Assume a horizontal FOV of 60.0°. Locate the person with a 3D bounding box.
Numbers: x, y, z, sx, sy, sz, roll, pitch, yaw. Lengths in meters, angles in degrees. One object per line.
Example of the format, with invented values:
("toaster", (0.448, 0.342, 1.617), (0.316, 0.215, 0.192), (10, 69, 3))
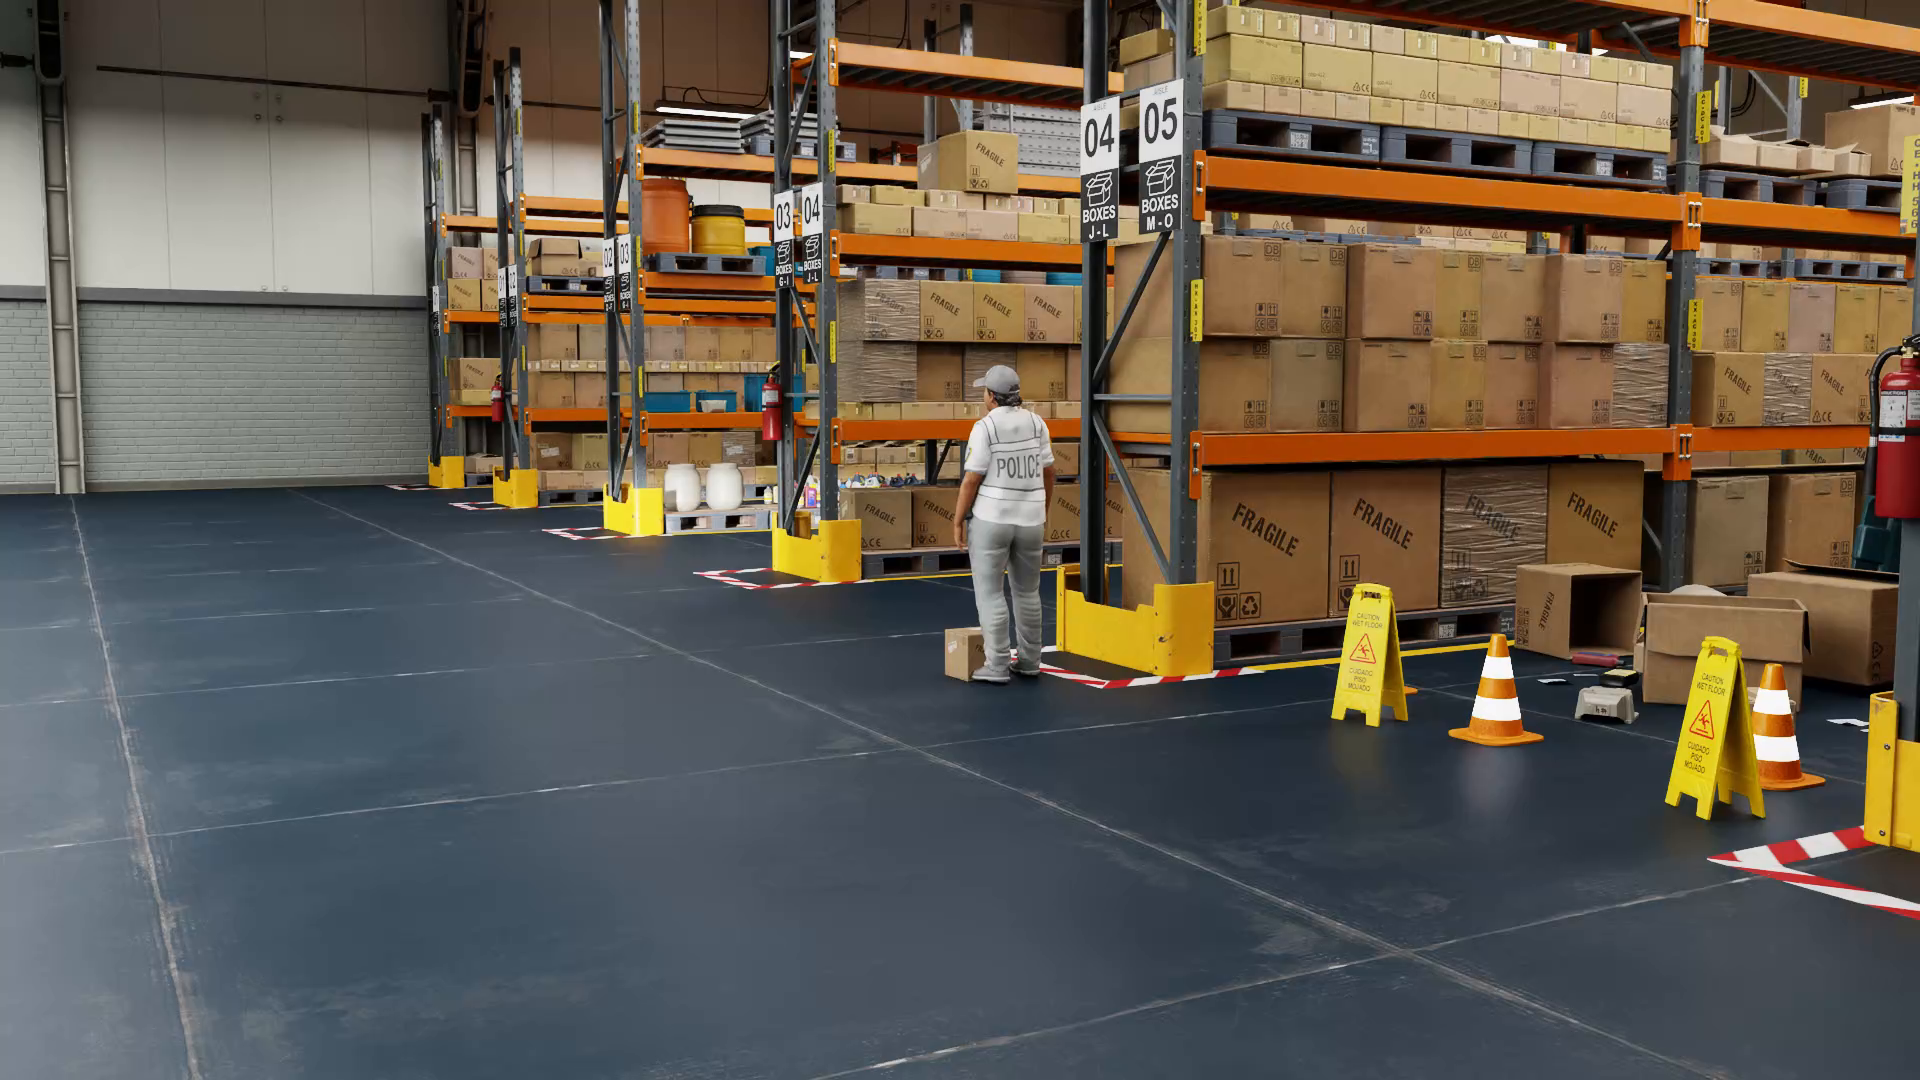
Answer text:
("person", (0.213, -0.085, 8.809), (0.598, 1.670, 0.529), (-3, 6, -27))
